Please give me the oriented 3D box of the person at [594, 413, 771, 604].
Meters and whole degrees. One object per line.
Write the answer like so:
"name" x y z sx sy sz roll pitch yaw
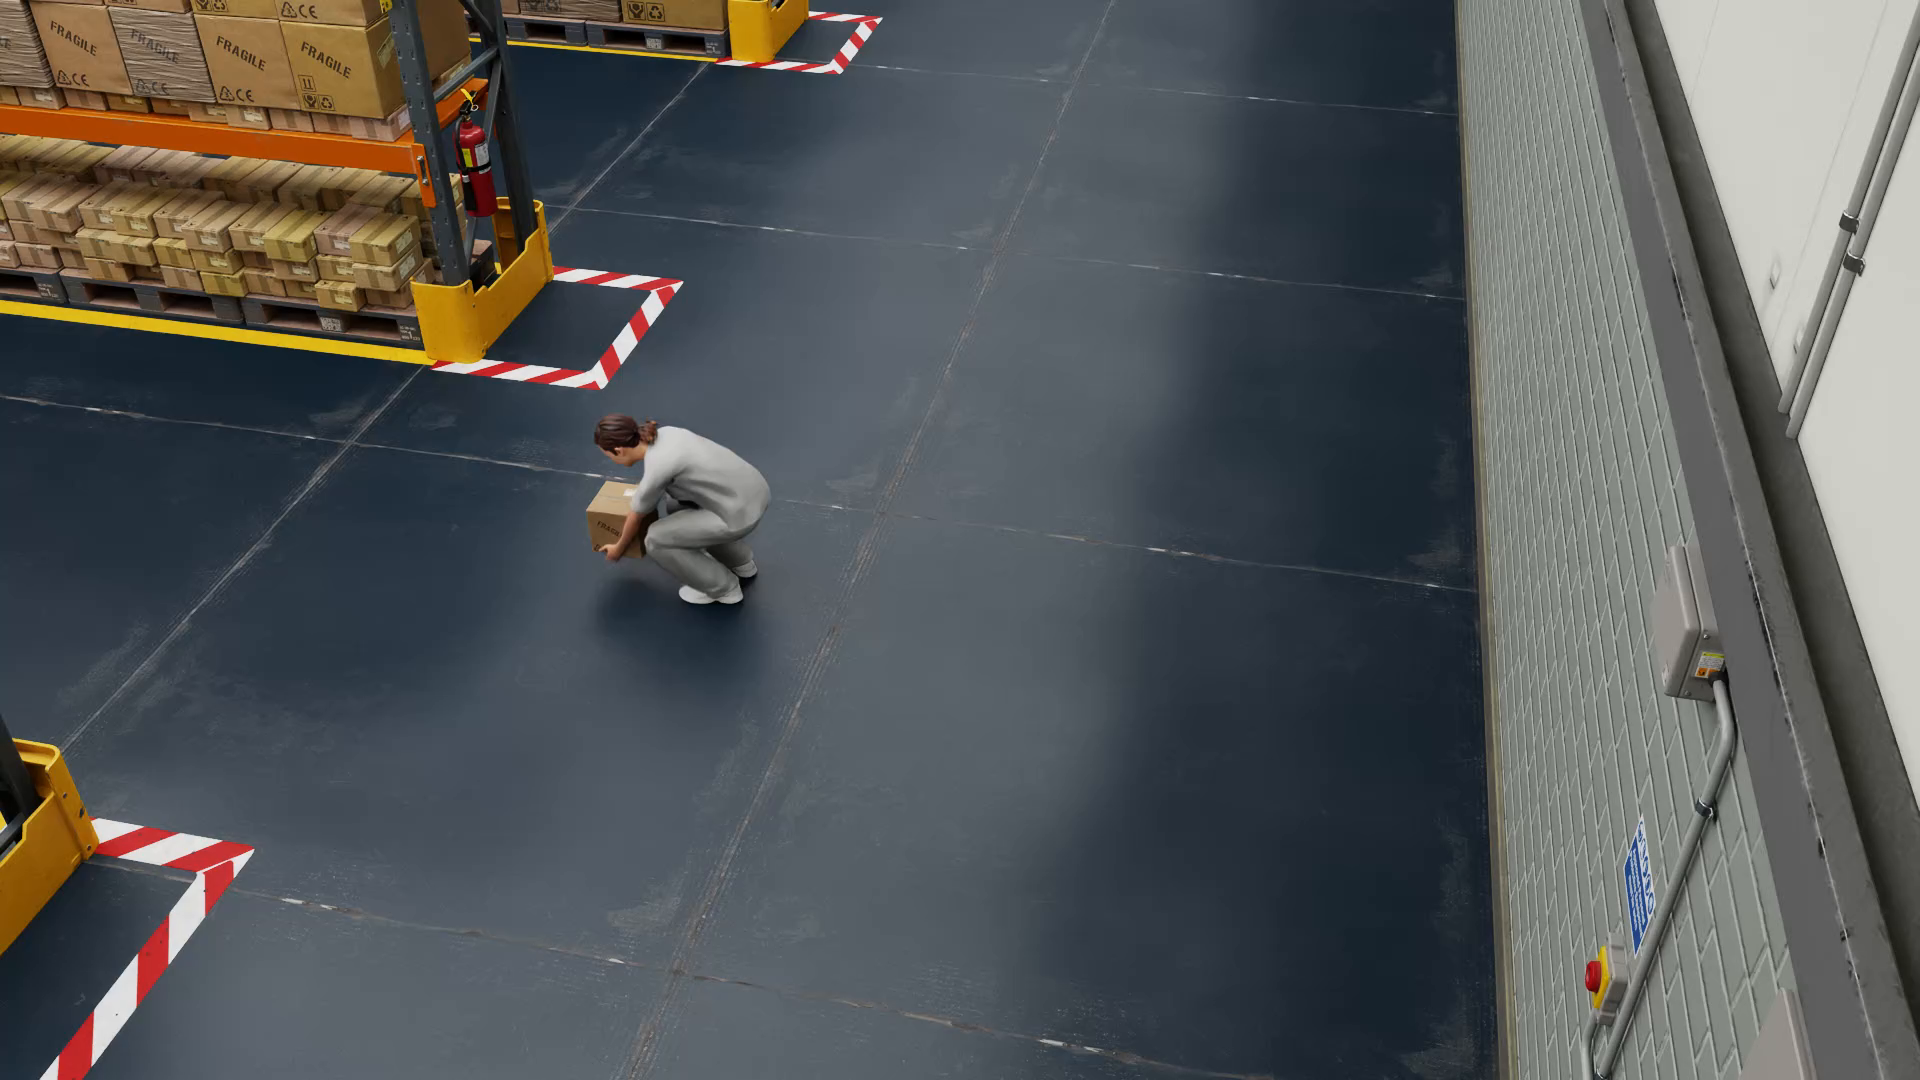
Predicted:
"person" -1.297 -0.177 7.813 0.810 0.952 0.462 7 37 9
